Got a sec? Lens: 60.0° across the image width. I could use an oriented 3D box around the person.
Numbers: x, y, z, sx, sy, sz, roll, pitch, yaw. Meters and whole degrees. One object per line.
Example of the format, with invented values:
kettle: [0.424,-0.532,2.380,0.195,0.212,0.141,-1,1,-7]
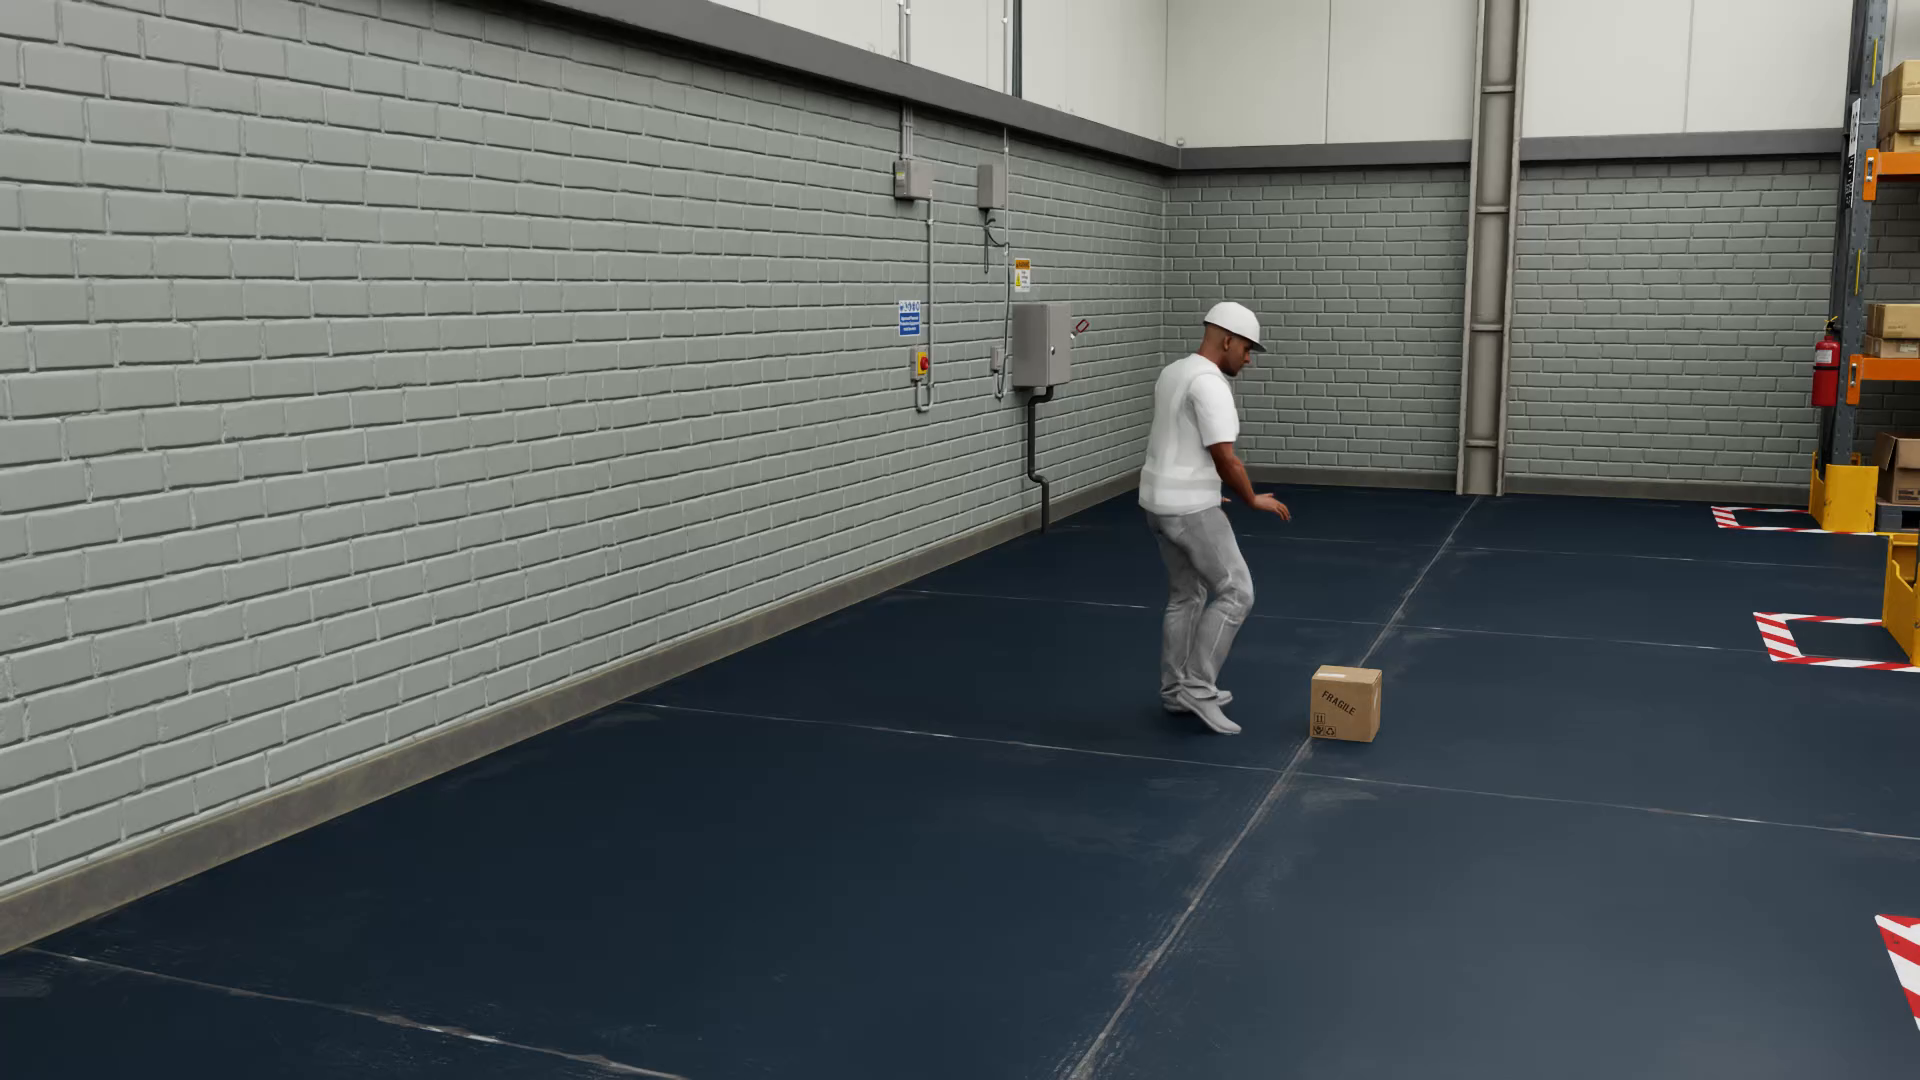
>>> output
person: [1.053,-0.099,6.982,0.570,1.782,0.589,-2,9,-10]
